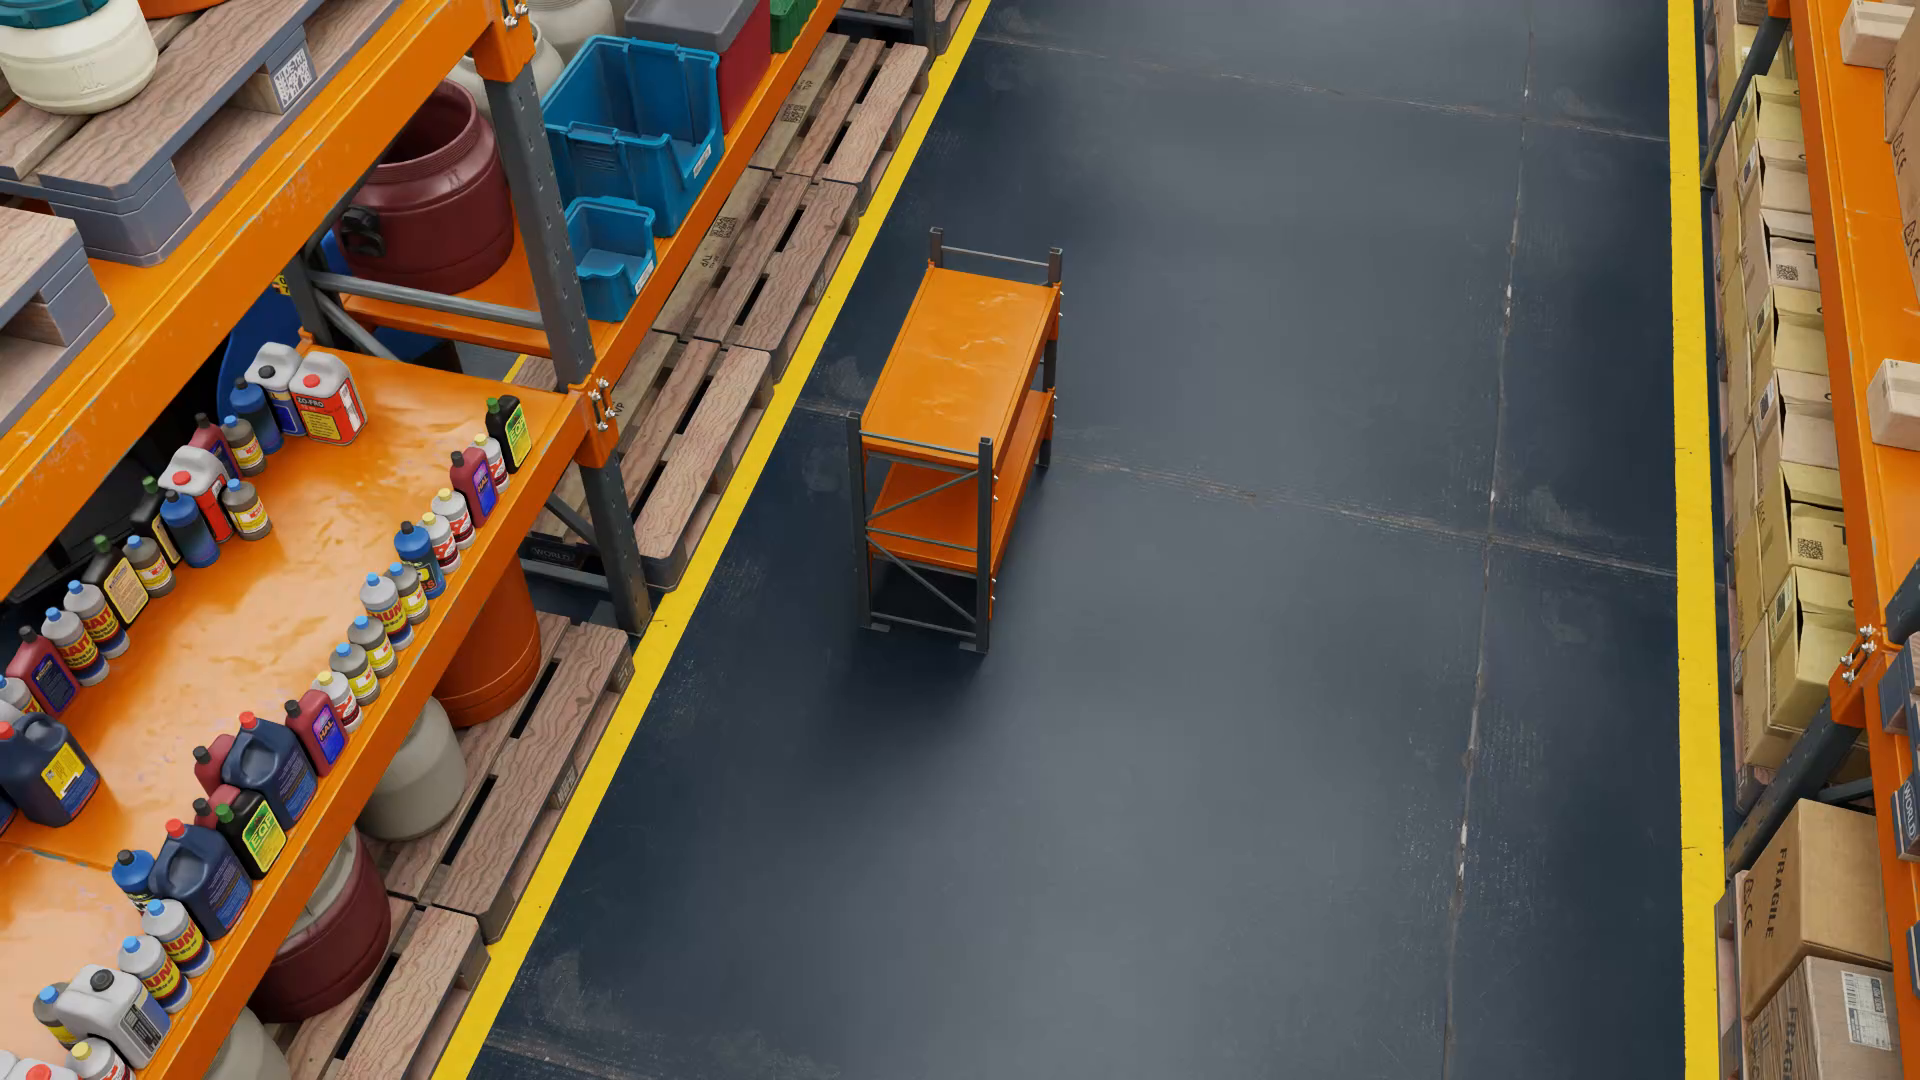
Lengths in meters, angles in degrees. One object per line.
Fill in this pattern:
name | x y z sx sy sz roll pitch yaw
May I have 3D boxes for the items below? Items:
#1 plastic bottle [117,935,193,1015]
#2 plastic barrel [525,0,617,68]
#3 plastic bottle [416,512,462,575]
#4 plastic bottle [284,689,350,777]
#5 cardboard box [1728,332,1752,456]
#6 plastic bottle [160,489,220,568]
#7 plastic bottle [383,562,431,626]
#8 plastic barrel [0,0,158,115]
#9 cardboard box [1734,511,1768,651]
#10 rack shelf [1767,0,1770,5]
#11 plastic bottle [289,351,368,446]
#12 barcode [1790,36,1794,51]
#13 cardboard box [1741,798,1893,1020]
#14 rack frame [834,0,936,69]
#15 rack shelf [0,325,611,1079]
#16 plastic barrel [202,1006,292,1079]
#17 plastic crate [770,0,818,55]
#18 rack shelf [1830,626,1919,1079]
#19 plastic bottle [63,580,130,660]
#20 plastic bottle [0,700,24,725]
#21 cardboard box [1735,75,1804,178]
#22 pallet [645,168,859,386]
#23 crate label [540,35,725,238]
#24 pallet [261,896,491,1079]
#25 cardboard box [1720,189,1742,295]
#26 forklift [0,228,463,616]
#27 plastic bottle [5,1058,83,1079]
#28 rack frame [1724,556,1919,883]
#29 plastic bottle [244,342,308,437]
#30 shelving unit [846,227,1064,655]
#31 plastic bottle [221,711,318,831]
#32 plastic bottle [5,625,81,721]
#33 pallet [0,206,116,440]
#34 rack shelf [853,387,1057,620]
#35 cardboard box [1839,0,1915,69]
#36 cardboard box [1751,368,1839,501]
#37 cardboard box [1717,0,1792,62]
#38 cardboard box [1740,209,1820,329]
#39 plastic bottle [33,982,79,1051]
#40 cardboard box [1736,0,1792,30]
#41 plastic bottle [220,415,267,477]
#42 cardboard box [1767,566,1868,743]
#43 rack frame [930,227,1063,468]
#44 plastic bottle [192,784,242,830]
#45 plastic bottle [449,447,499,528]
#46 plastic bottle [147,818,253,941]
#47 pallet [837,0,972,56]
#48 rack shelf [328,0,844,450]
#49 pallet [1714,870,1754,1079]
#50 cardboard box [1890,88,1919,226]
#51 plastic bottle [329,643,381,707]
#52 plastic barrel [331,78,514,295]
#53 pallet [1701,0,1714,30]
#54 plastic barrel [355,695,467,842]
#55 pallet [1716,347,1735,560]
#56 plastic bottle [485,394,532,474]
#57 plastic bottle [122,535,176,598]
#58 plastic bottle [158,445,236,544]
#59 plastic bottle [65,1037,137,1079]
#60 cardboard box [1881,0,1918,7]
plastic bottle | -1.883 1.001 3.871 0.097 0.271 0.097 0 49 0
plastic barrel | -1.506 -1.887 6.259 0.421 0.512 0.421 0 49 0
plastic bottle | -1.511 0.000 4.801 0.097 0.201 0.097 0 49 0
plastic bottle | -1.677 0.483 4.320 0.061 0.283 0.133 12 50 10
cardboard box | 3.400 -0.546 6.704 0.500 0.250 0.500 12 50 11
plastic bottle | -2.227 -0.043 4.792 0.097 0.271 0.097 0 49 0
plastic bottle | -1.562 0.141 4.676 0.097 0.201 0.097 0 49 0
plastic barrel | -1.822 -1.041 3.398 0.301 0.262 0.301 0 49 0
cardboard box | 3.132 0.189 6.055 0.500 0.250 0.500 11 49 10
rack shelf | 4.676 -3.881 8.573 1.077 0.370 4.000 12 50 10
plastic bottle | -1.960 -0.439 5.139 0.152 0.276 0.135 12 50 10
barcode | 3.680 -2.206 7.349 0.001 0.075 0.075 12 50 10
cardboard box | 2.701 1.175 5.005 0.500 0.500 0.500 13 50 12
rack frame | -0.629 -3.653 7.892 1.000 3.000 0.127 12 50 10
rack shelf | -2.208 0.925 4.331 1.077 0.370 4.000 12 50 10
plastic barrel | -2.153 1.525 4.702 0.421 0.512 0.421 0 49 0
plastic crate | -0.815 -2.267 6.811 0.450 0.188 0.662 12 50 10
rack shelf | 2.570 1.905 3.466 1.077 0.370 4.000 12 50 10
plastic bottle | -2.382 0.209 4.570 0.097 0.271 0.097 0 49 0
plastic bottle | -2.472 0.534 4.280 0.152 0.276 0.135 12 50 10
cardboard box | 3.800 -1.837 7.470 0.500 0.311 0.500 12 50 10
pallet | -1.117 -1.269 7.648 1.003 0.211 1.213 12 50 10
crate label | -1.159 -1.436 5.912 0.502 0.435 0.616 12 50 10
pallet | -2.172 1.621 5.097 1.003 0.211 1.213 12 50 10
cardboard box | 3.668 -1.289 7.360 0.500 0.250 0.500 13 50 11
forklift | -3.497 -1.035 5.628 1.130 2.935 3.031 33 56 26
plastic bottle | -2.001 1.245 3.652 0.152 0.276 0.135 12 50 10
rack frame | 3.096 0.221 4.473 1.000 3.000 0.127 12 50 10
plastic bottle | -2.107 -0.469 5.165 0.152 0.276 0.135 12 50 10
shelving unit | -0.002 -0.367 6.243 0.538 1.125 1.048 12 50 10
plastic bottle | -1.759 0.567 4.200 0.144 0.351 0.185 12 50 10
plastic bottle | -2.455 0.355 4.433 0.061 0.283 0.133 12 50 10
pallet | -2.326 -0.204 2.973 1.003 0.211 1.213 12 50 10
rack shelf | -0.002 -0.206 6.426 0.538 0.278 1.000 12 50 10
cardboard box | 3.719 -1.989 6.591 0.380 0.149 0.250 12 50 10
cardboard box | 3.263 -0.363 6.169 0.500 0.311 0.500 11 50 10
cardboard box | 4.201 -2.640 8.552 0.500 0.250 0.500 12 50 10
cardboard box | 3.528 -1.102 6.820 0.500 0.311 0.500 10 49 9
plastic bottle | -2.065 1.091 3.838 0.097 0.201 0.097 0 49 0
cardboard box | 4.203 -2.888 8.271 0.500 0.500 0.500 12 50 10
plastic bottle | -2.190 -0.296 5.062 0.097 0.201 0.097 0 49 0
cardboard box | 2.997 0.379 5.514 0.500 0.311 0.500 13 50 11
rack frame | 0.132 -0.735 6.567 0.500 1.125 0.032 12 50 10
plastic bottle | -1.820 0.701 4.128 0.061 0.283 0.133 12 50 10
plastic bottle | -1.437 -0.177 4.902 0.061 0.283 0.133 12 50 10
plastic bottle | -1.843 0.797 3.997 0.144 0.351 0.185 12 50 10
pallet | -0.412 -3.208 9.359 1.003 0.211 1.213 12 50 10
rack shelf | -1.155 -1.968 6.885 1.077 0.370 4.000 12 50 10
pallet | 2.863 1.676 5.049 1.003 0.211 1.213 12 50 10
cardboard box | 3.661 -1.410 5.846 0.500 0.500 0.500 12 50 10
plastic bottle | -1.639 0.352 4.490 0.097 0.201 0.097 0 49 0
plastic barrel | -1.851 -1.200 5.637 0.600 0.536 0.708 12 50 10
pallet | 4.718 -3.202 9.354 1.003 0.211 1.213 12 50 10
plastic barrel | -1.856 0.708 5.423 0.421 0.512 0.421 0 49 0
pallet | 3.674 -0.324 6.814 1.003 0.211 1.213 12 50 10
plastic bottle | -1.376 -0.344 5.050 0.061 0.283 0.133 12 50 10
plastic bottle | -2.321 0.065 4.743 0.097 0.201 0.097 0 49 0
plastic bottle | -2.229 -0.135 4.870 0.152 0.276 0.135 12 50 10
plastic bottle | -1.944 1.192 3.749 0.097 0.201 0.097 0 49 0
cardboard box | 4.062 -2.258 6.761 0.500 0.250 0.500 14 50 12
